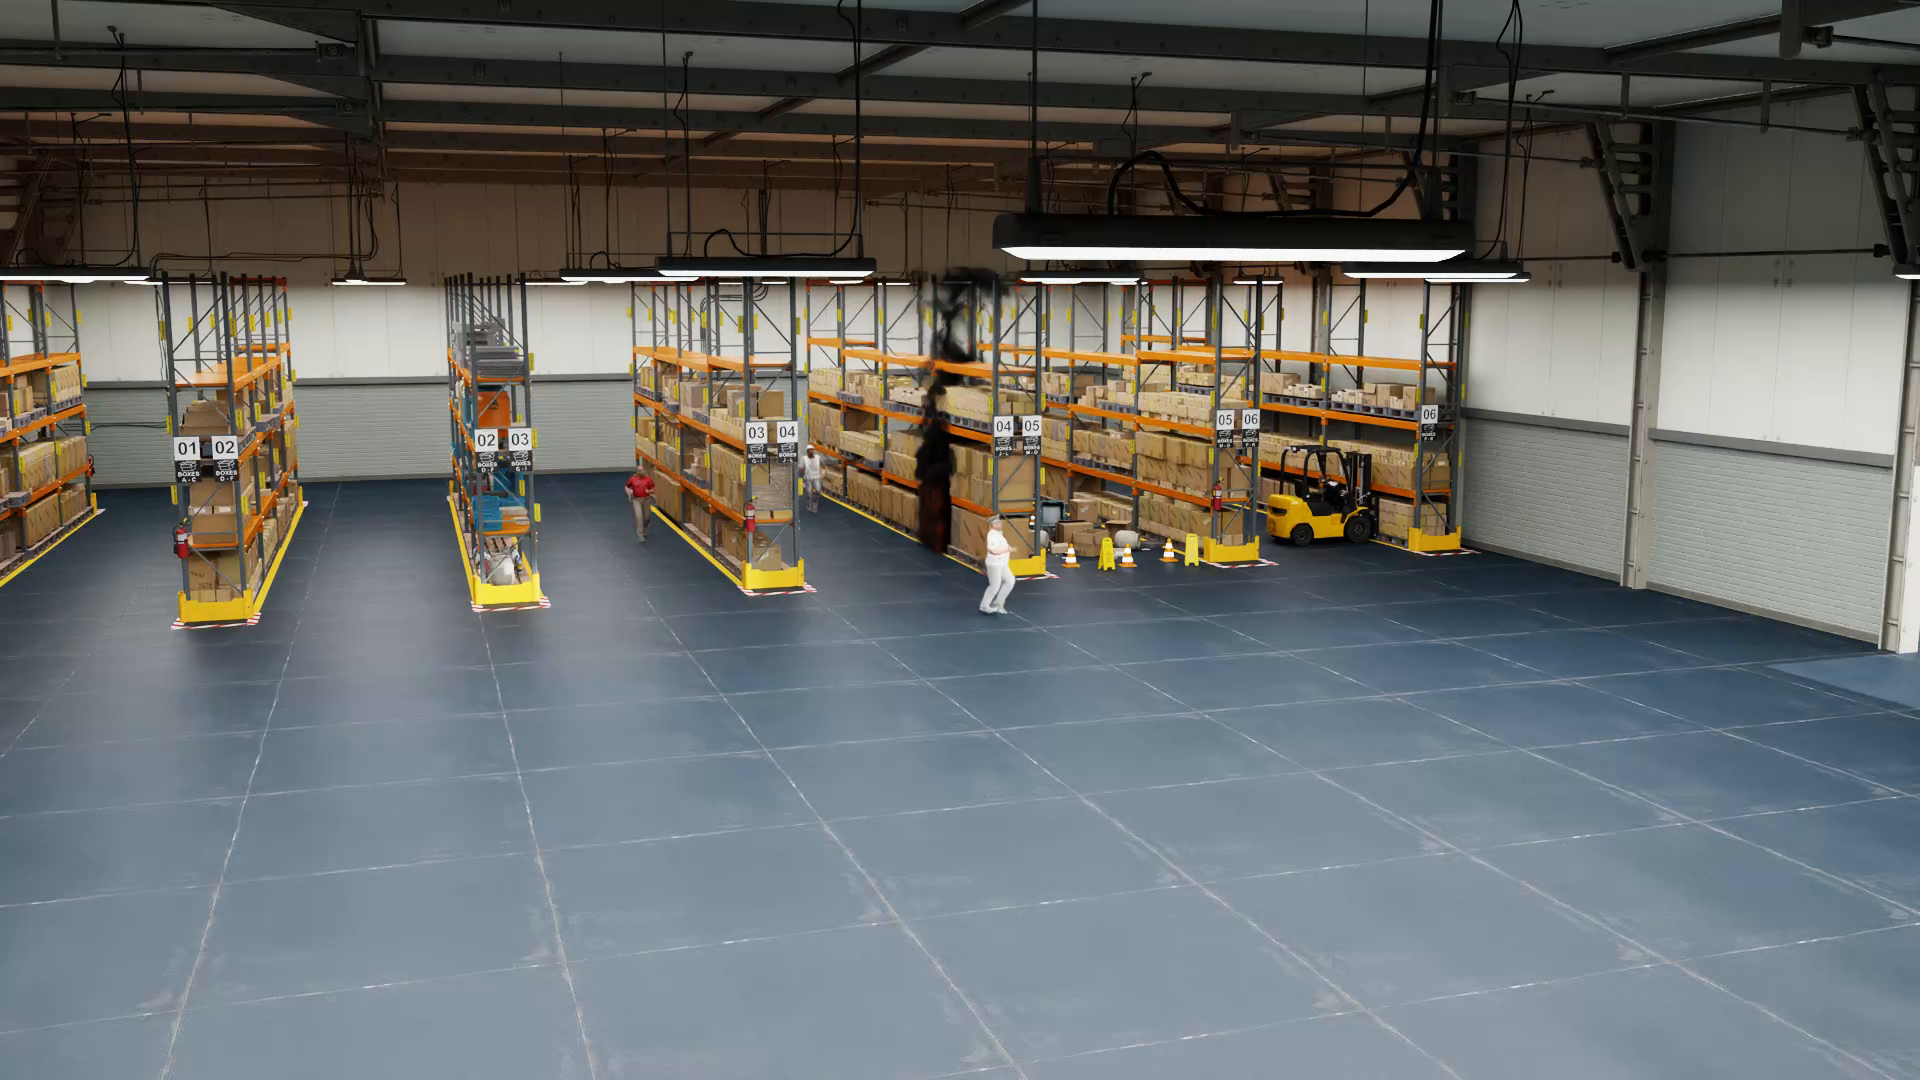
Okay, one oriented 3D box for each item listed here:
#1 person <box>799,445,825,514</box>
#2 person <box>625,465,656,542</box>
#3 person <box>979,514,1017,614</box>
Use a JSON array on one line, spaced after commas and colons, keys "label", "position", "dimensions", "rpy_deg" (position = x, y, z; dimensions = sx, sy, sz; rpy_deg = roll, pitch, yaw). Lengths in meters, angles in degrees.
[{"label": "person", "position": [-3.768, -1.545, 42.527], "dimensions": [0.693, 1.782, 0.705], "rpy_deg": [-2, 9, -11]}, {"label": "person", "position": [-7.287, -0.857, 38.020], "dimensions": [0.673, 1.699, 0.937], "rpy_deg": [-3, 9, -18]}, {"label": "person", "position": [0.692, 0.455, 29.325], "dimensions": [0.696, 1.822, 0.641], "rpy_deg": [3, 9, 19]}]
